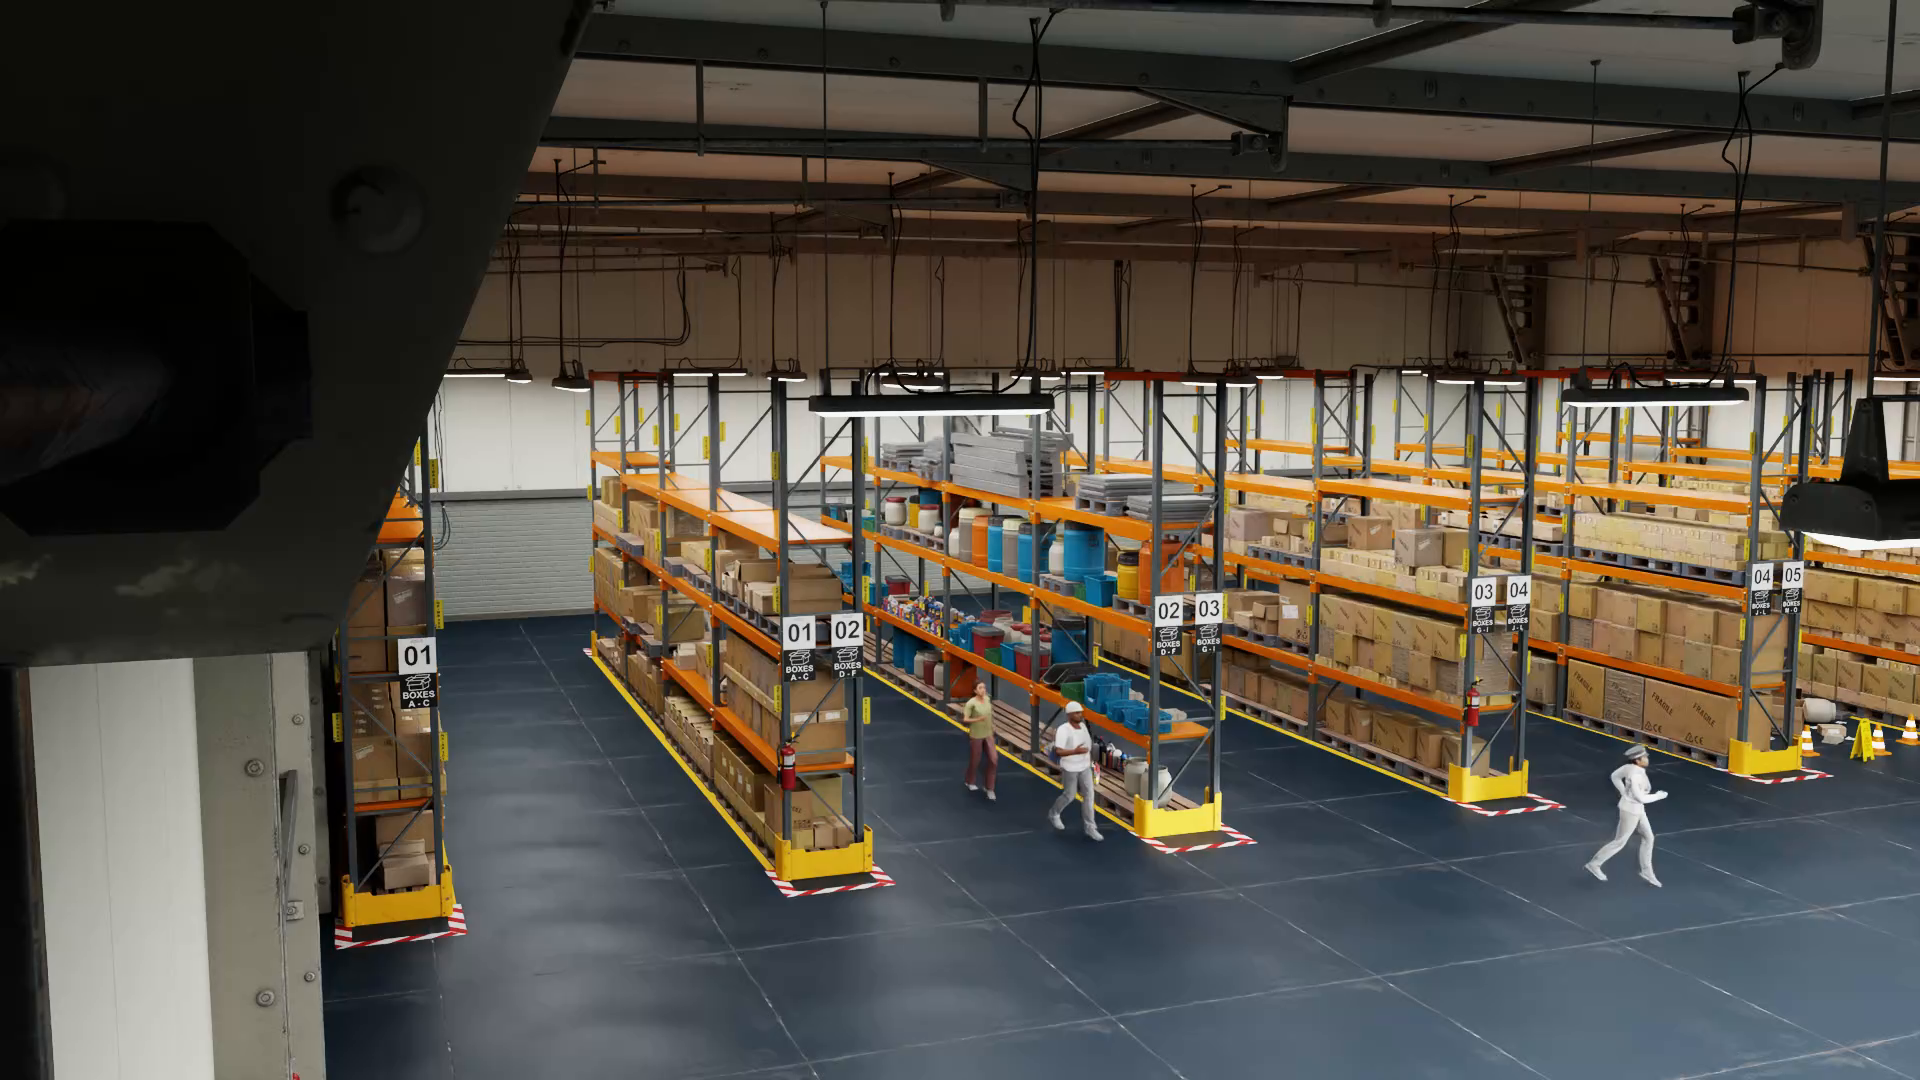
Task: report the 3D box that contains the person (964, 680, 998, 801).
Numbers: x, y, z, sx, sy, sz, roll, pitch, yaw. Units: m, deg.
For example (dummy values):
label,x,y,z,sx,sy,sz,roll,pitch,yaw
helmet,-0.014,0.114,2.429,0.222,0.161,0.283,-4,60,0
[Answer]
label,x,y,z,sx,sy,sz,roll,pitch,yaw
person,0.283,2.844,23.821,0.559,1.717,0.698,-3,7,-27

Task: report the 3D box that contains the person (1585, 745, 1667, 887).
label,x,y,z,sx,sy,sz,roll,pitch,yaw
person,7.958,3.279,19.869,0.883,1.739,0.623,2,7,17

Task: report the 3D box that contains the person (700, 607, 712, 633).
label,x,y,z,sx,sy,sz,roll,pitch,yaw
person,-5.181,1.602,34.786,0.598,1.781,0.794,-5,8,-36

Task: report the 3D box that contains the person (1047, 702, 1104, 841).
label,x,y,z,sx,sy,sz,roll,pitch,yaw
person,1.514,2.997,21.772,0.695,1.779,0.894,-5,8,-40
